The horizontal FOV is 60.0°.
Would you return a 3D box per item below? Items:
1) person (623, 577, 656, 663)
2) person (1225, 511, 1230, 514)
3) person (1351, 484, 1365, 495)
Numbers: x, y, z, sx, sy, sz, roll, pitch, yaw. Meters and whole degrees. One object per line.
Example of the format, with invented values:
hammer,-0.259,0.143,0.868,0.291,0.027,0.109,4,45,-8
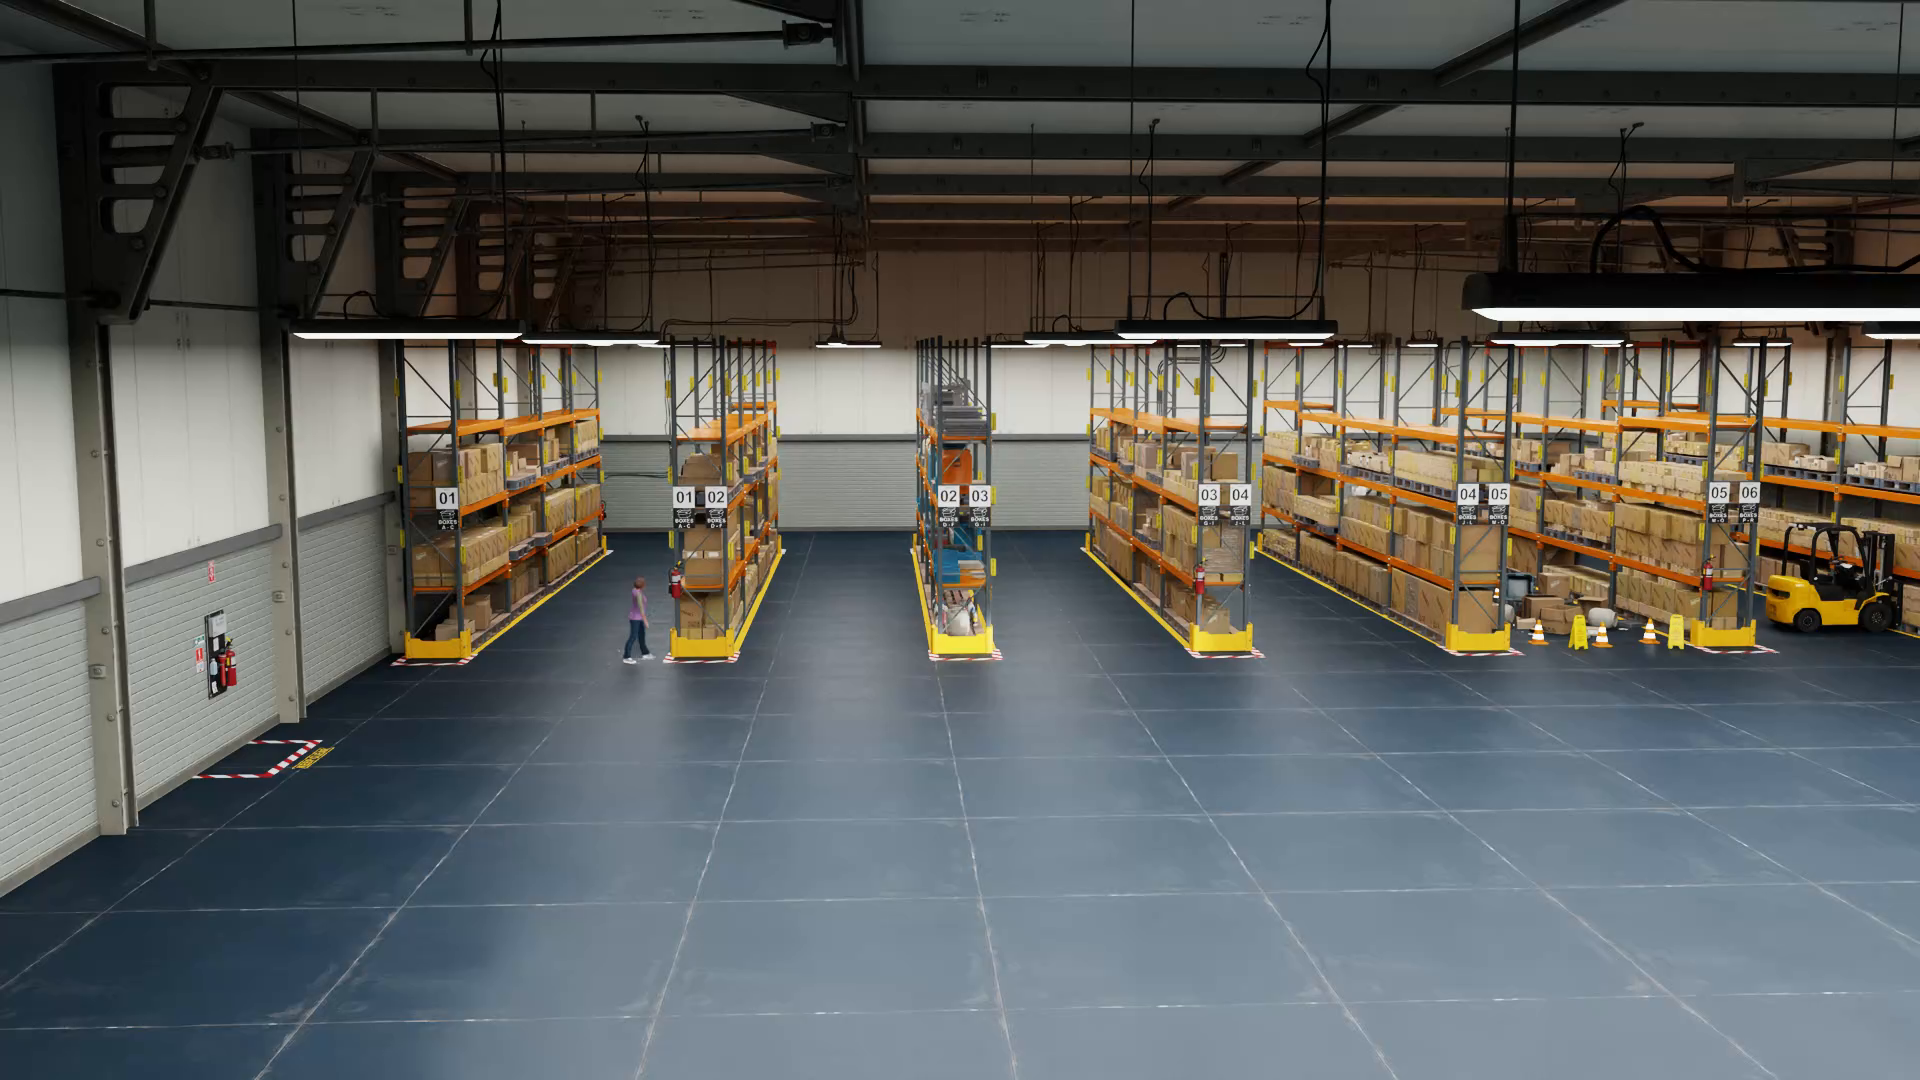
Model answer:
person,-5.920,1.461,30.654,0.626,1.586,0.554,-1,7,-12
person,7.038,-0.151,44.033,0.510,1.755,0.539,-2,7,-15
person,12.519,-1.091,52.266,0.827,1.748,0.631,-2,7,-19
